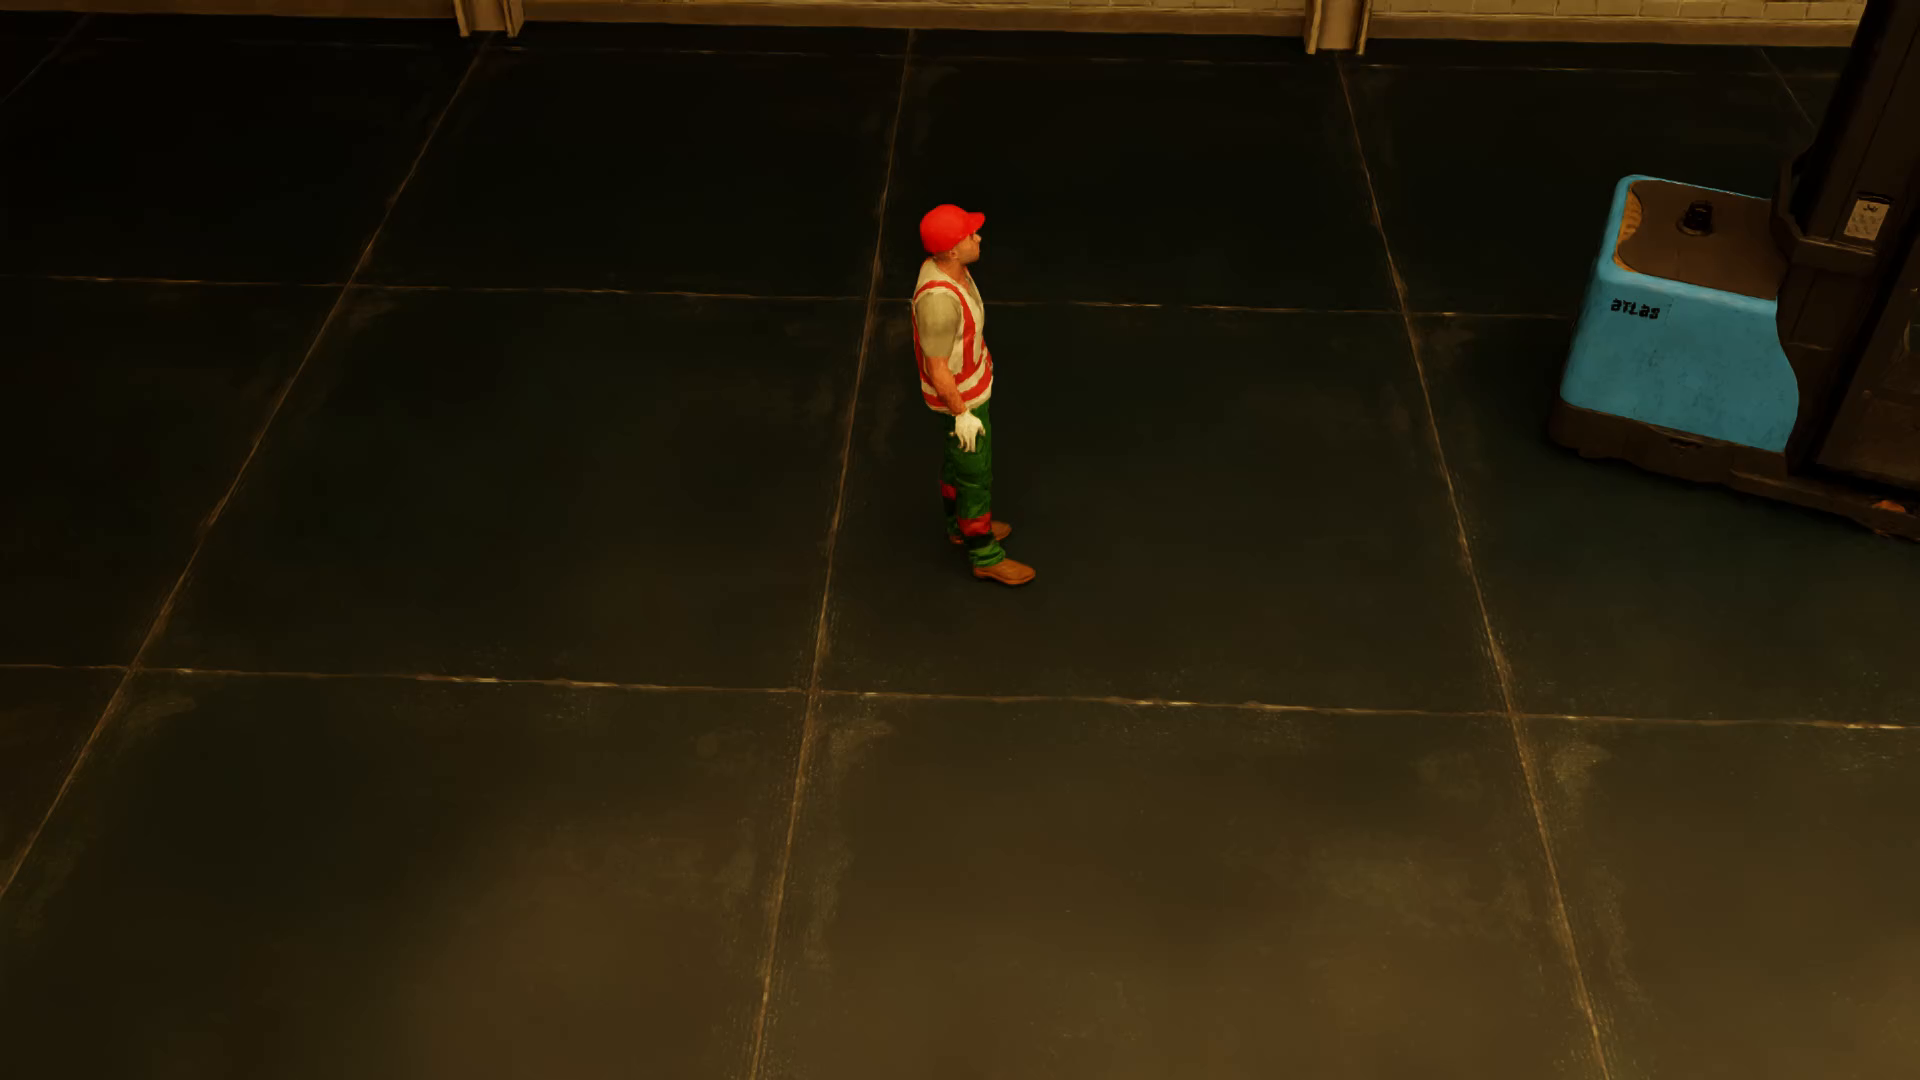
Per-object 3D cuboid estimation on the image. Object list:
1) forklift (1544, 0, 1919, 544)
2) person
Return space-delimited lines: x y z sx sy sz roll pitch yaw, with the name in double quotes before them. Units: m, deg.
"forklift" 4.523 -1.463 7.345 3.031 2.935 1.130 16 45 16
"person" 0.080 -0.656 7.297 0.563 1.787 0.637 2 42 2
